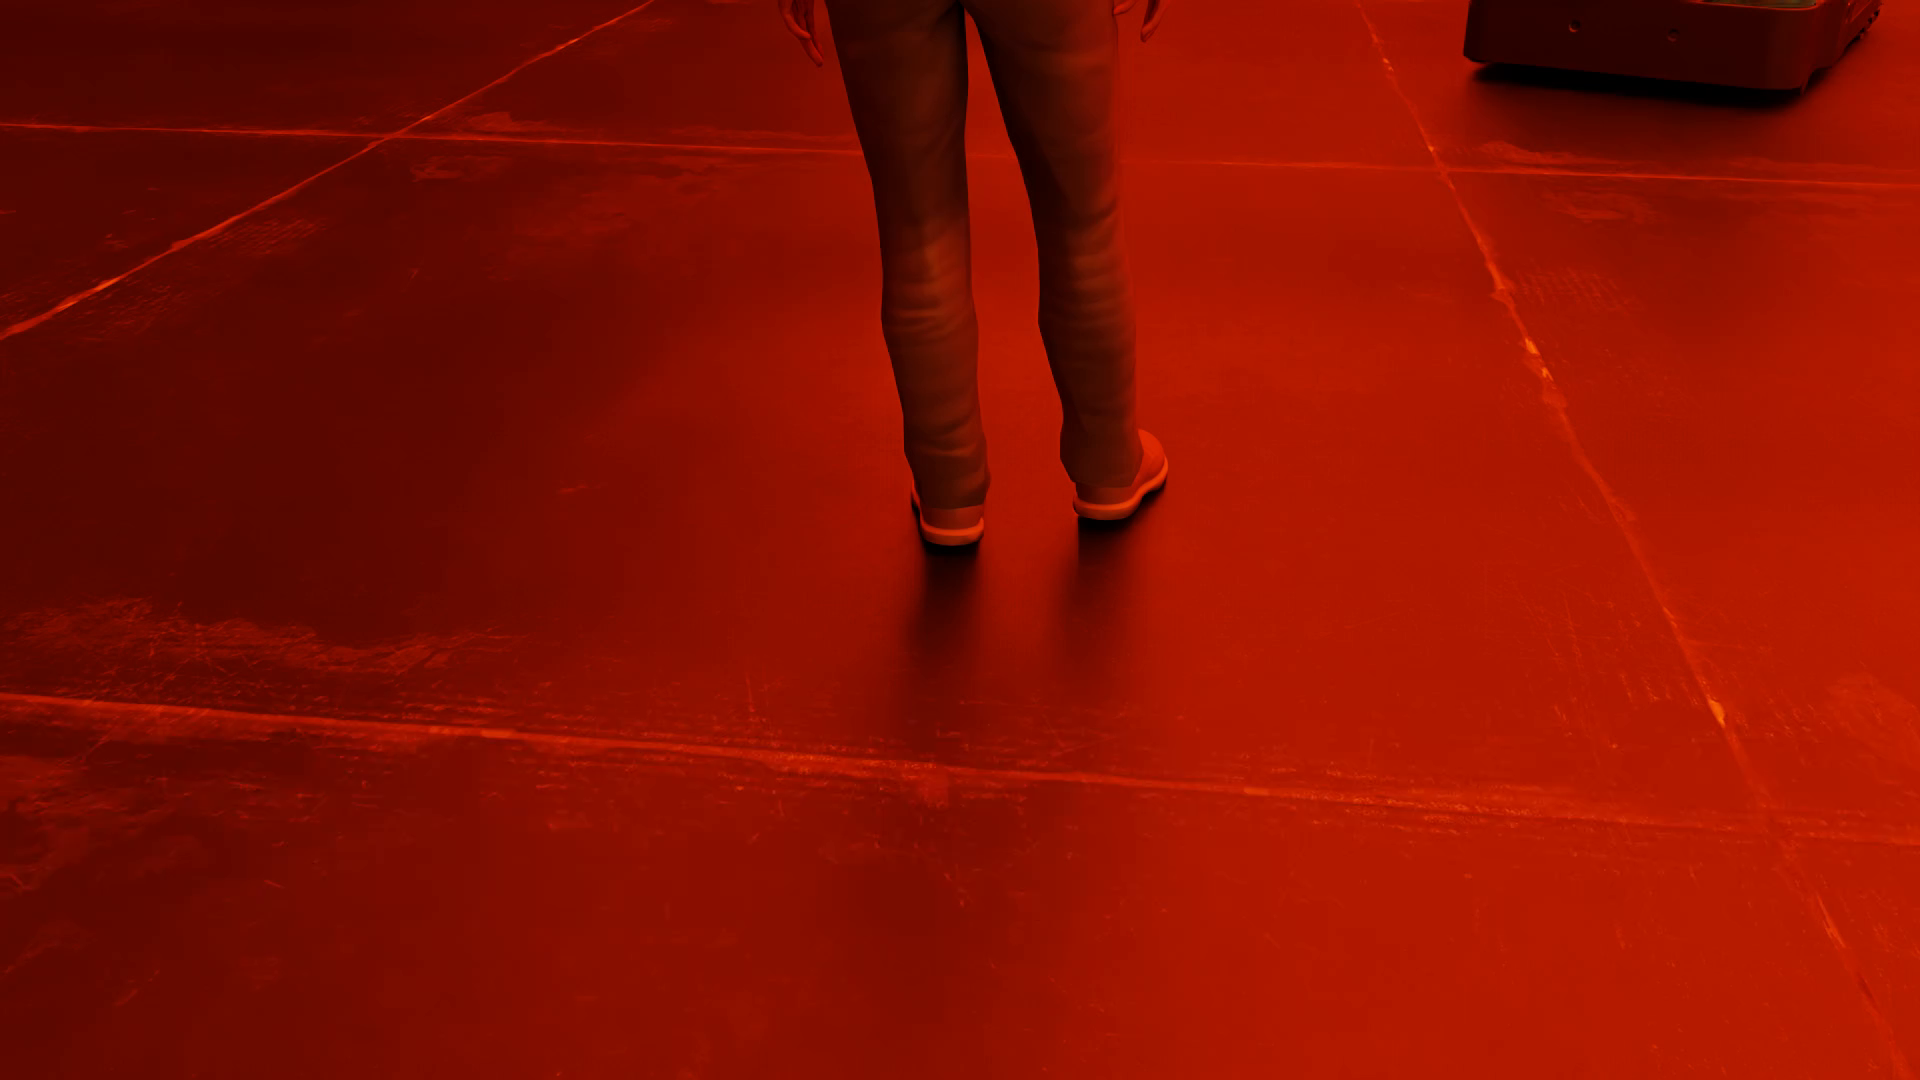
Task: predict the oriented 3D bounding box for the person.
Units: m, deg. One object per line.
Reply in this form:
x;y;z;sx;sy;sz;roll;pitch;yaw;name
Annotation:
0.031;-0.784;2.203;0.569;1.654;0.504;3;27;7;person

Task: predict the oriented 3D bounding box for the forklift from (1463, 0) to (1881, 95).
2.917;-3.306;5.844;1.130;2.935;3.031;16;31;29;forklift
